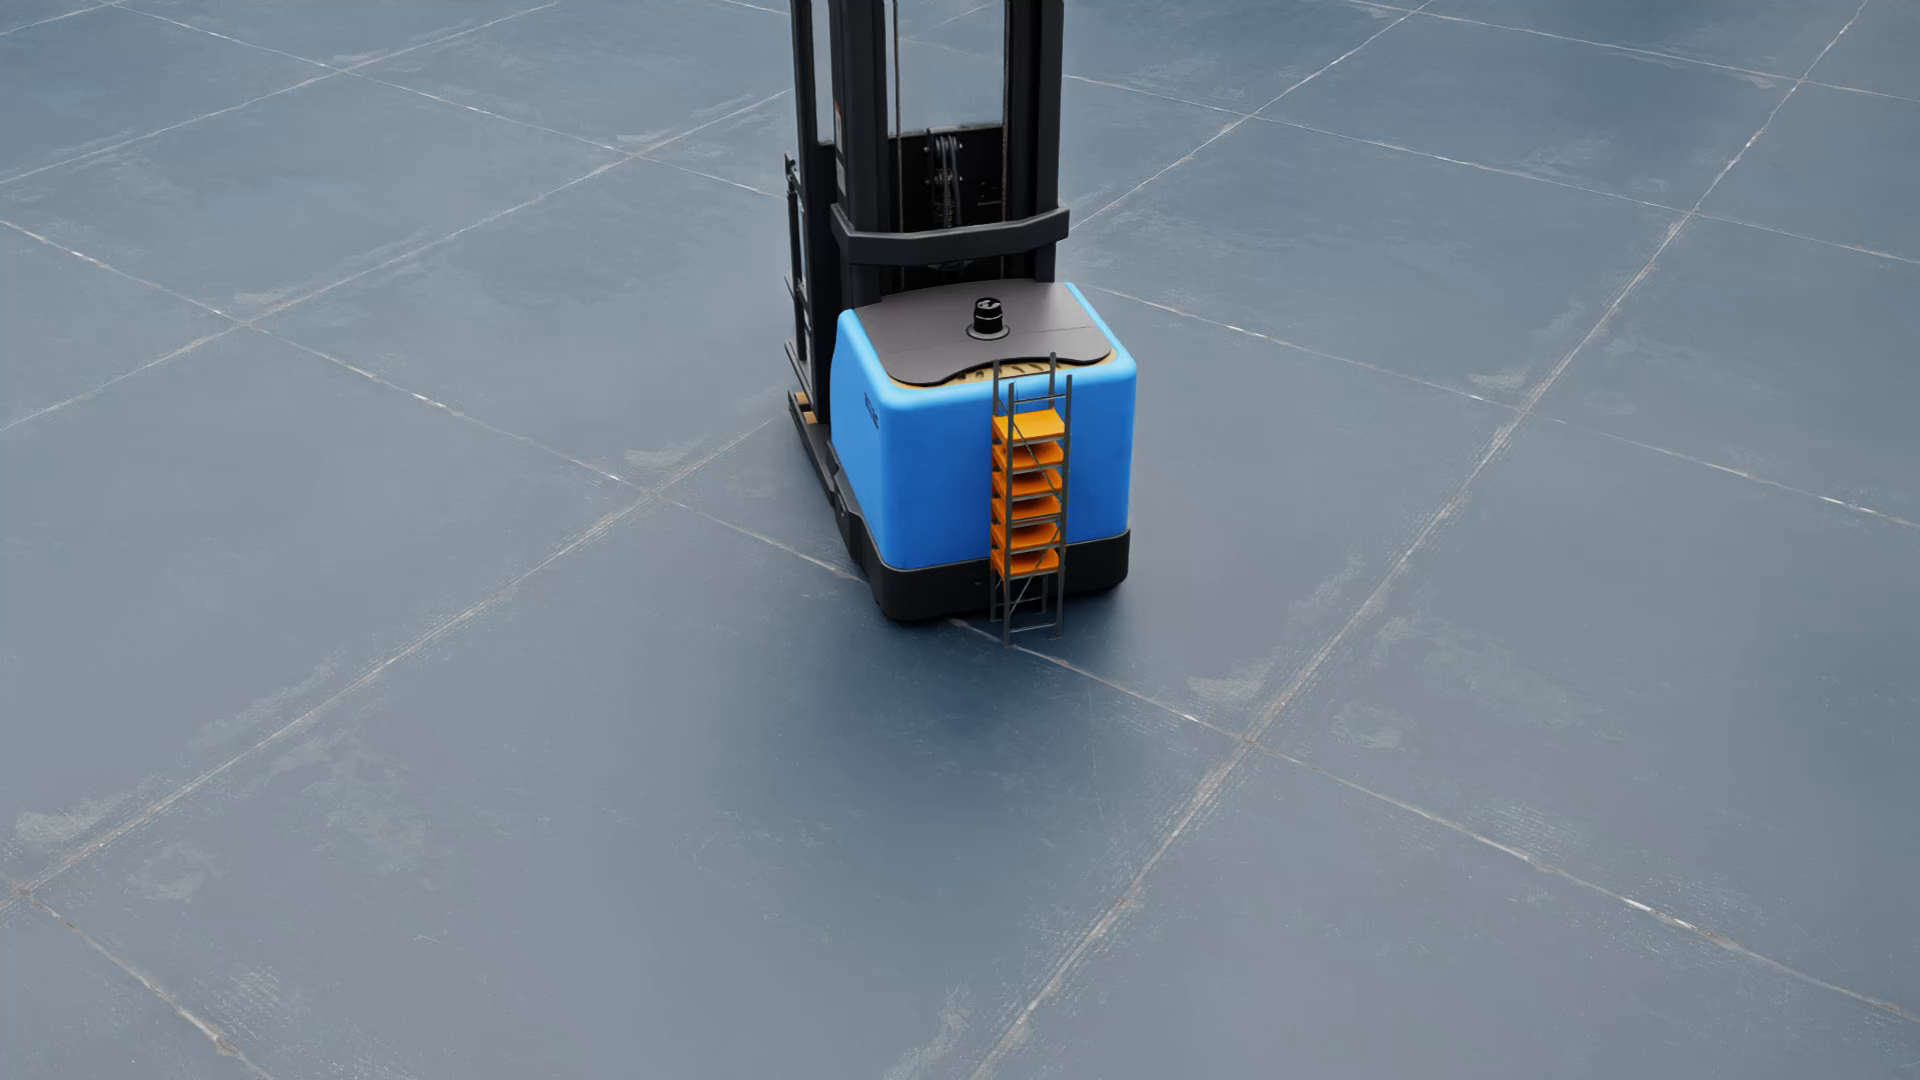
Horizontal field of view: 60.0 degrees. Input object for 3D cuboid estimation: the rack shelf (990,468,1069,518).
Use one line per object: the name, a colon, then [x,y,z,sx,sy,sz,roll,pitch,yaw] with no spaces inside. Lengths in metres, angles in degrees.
rack shelf: [0.263,-0.193,6.330,0.258,0.103,0.180,-9,35,-13]

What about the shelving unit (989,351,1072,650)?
shelving unit: [0.263,-0.131,6.372,0.258,1.200,0.189,-9,35,-13]

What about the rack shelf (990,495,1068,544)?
rack shelf: [0.263,-0.094,6.397,0.258,0.103,0.180,-9,35,-13]

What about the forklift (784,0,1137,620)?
forklift: [-0.200,-1.714,7.169,1.130,2.935,3.031,-9,35,-13]

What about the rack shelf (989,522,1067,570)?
rack shelf: [0.263,0.006,6.464,0.258,0.103,0.180,-9,35,-13]

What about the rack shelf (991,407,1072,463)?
rack shelf: [0.263,-0.392,6.195,0.258,0.103,0.180,-9,35,-13]

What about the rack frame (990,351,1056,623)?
rack frame: [0.238,-0.180,6.445,0.240,1.200,0.006,-9,35,-13]

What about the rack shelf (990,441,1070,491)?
rack shelf: [0.263,-0.293,6.263,0.258,0.103,0.180,-9,35,-13]

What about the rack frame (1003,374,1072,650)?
rack frame: [0.289,-0.081,6.299,0.240,1.200,0.006,-9,35,-13]

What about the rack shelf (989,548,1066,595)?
rack shelf: [0.263,0.105,6.531,0.258,0.103,0.180,-9,35,-13]
